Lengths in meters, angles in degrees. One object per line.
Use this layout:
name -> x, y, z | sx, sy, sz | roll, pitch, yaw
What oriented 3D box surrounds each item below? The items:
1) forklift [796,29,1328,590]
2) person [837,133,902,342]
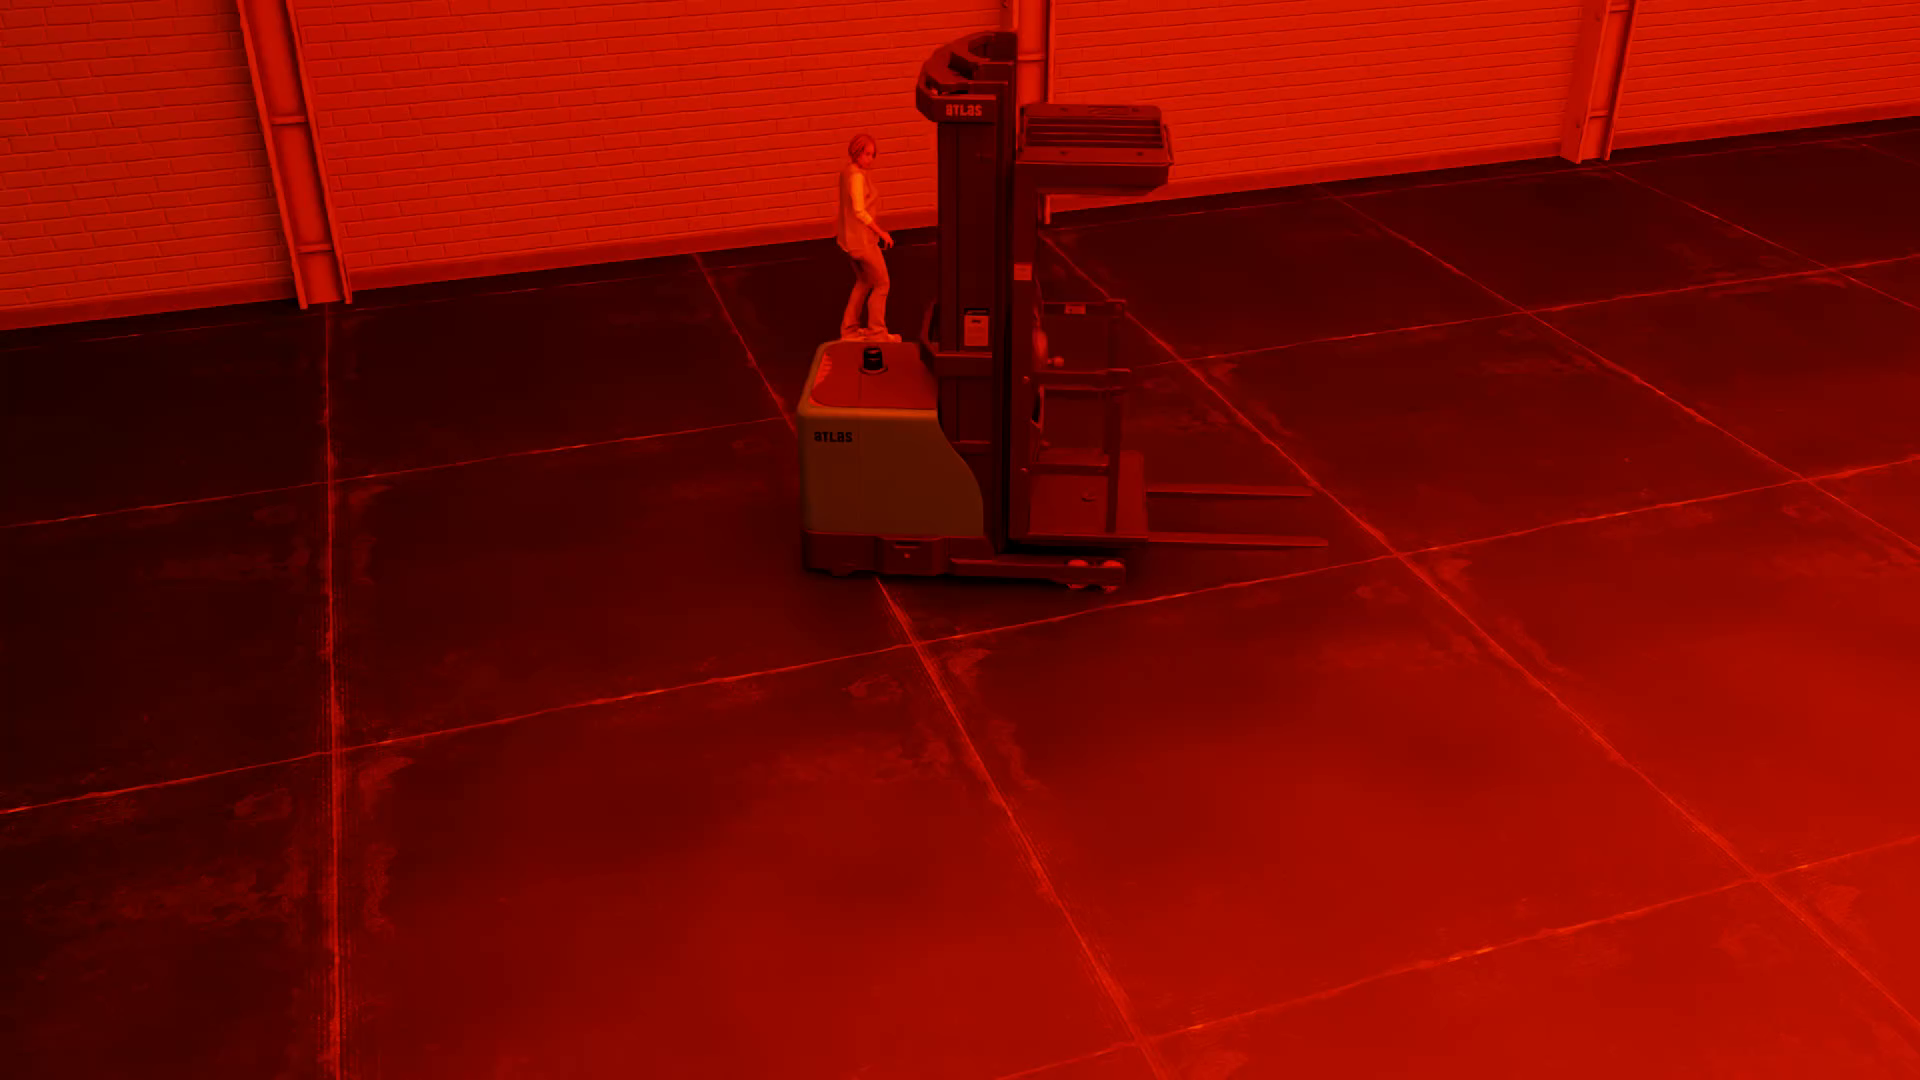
forklift -> 0.615, -1.258, 9.274 | 3.031, 2.935, 1.130 | 2, 30, 3
person -> -0.695, -2.192, 12.197 | 0.439, 1.565, 0.614 | -13, 32, -22
